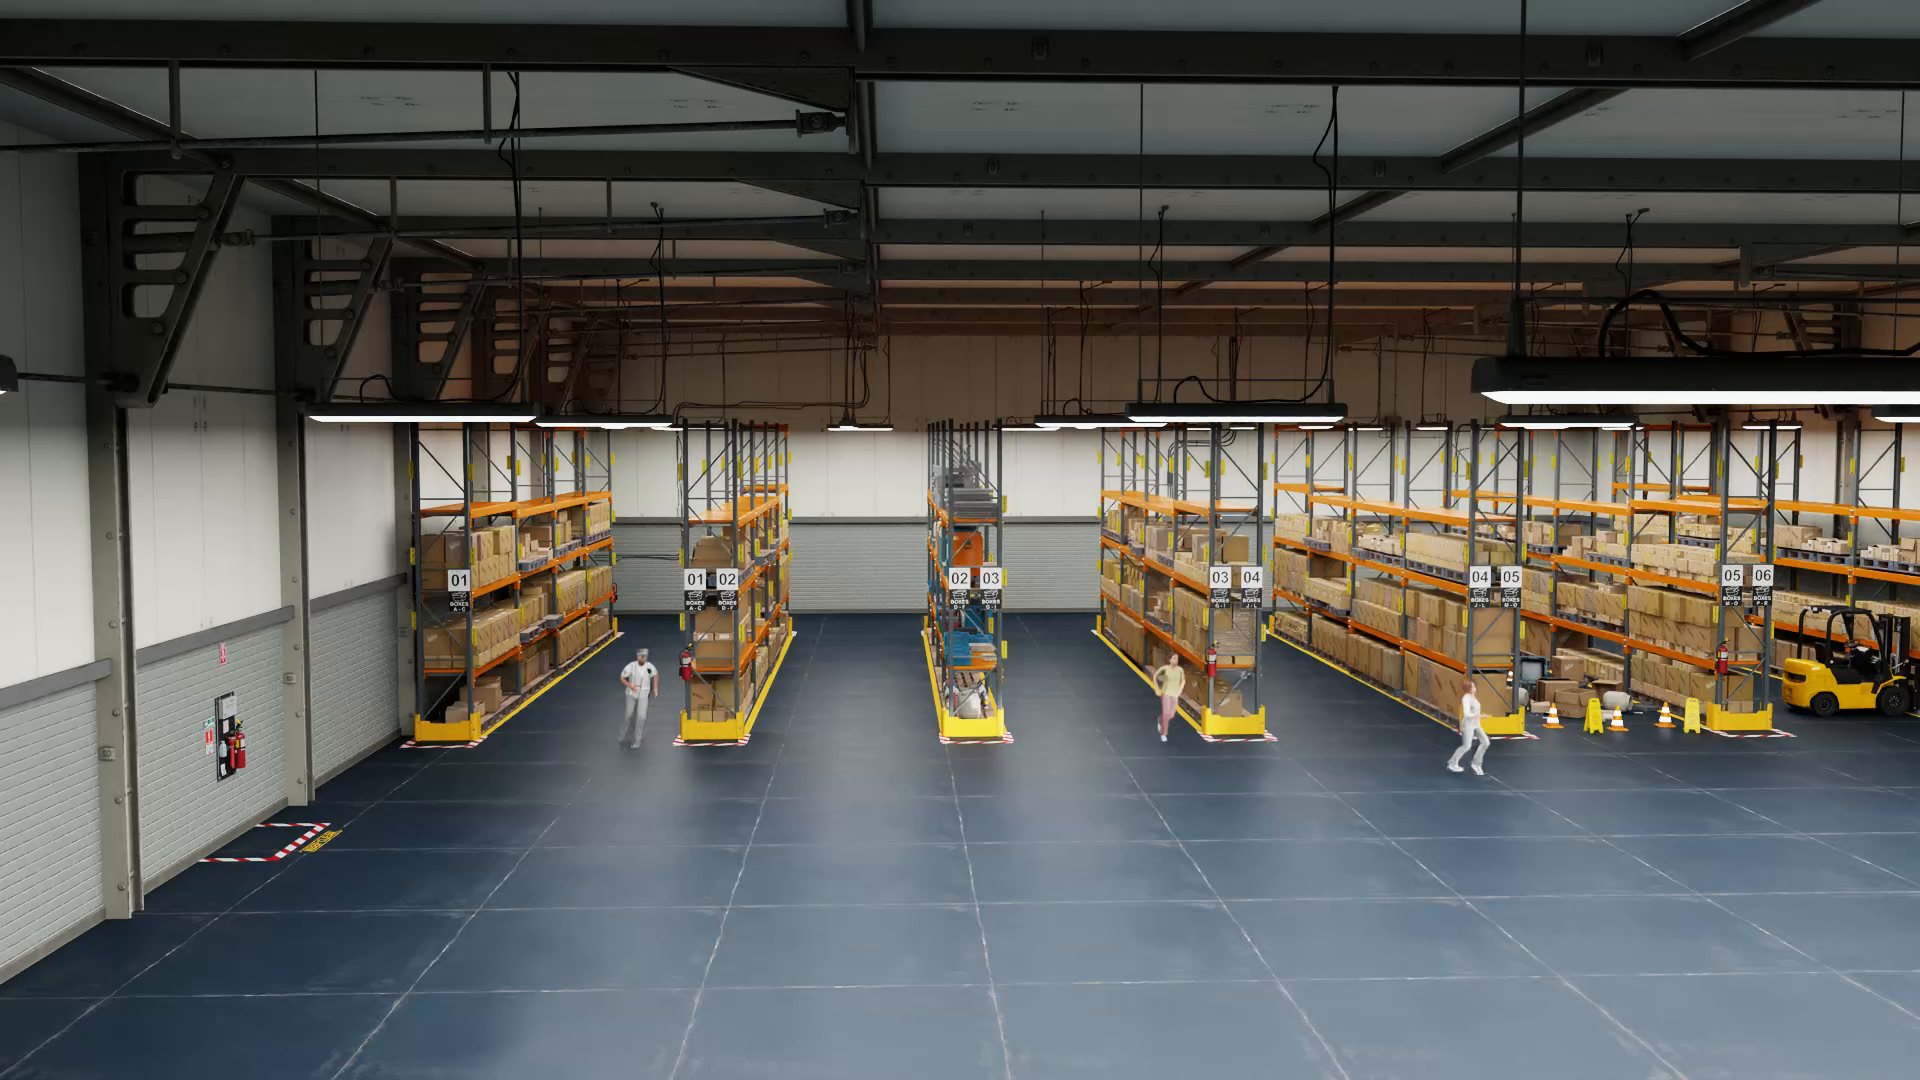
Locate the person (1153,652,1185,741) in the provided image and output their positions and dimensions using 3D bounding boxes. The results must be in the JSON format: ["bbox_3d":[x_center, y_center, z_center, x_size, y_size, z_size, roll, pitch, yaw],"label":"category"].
[{"bbox_3d":[3.940,2.929,31.290,0.619,1.628,0.736,-1,4,-10],"label":"person"}]

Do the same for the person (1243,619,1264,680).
[{"bbox_3d":[6.779,2.359,38.934,0.688,1.839,0.836,-1,4,-8],"label":"person"}]

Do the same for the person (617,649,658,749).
[{"bbox_3d":[-5.911,2.892,30.608,0.750,1.814,0.800,-1,4,-20],"label":"person"}]

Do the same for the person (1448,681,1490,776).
[{"bbox_3d":[8.557,3.156,27.893,0.690,1.609,0.546,3,5,38],"label":"person"}]
